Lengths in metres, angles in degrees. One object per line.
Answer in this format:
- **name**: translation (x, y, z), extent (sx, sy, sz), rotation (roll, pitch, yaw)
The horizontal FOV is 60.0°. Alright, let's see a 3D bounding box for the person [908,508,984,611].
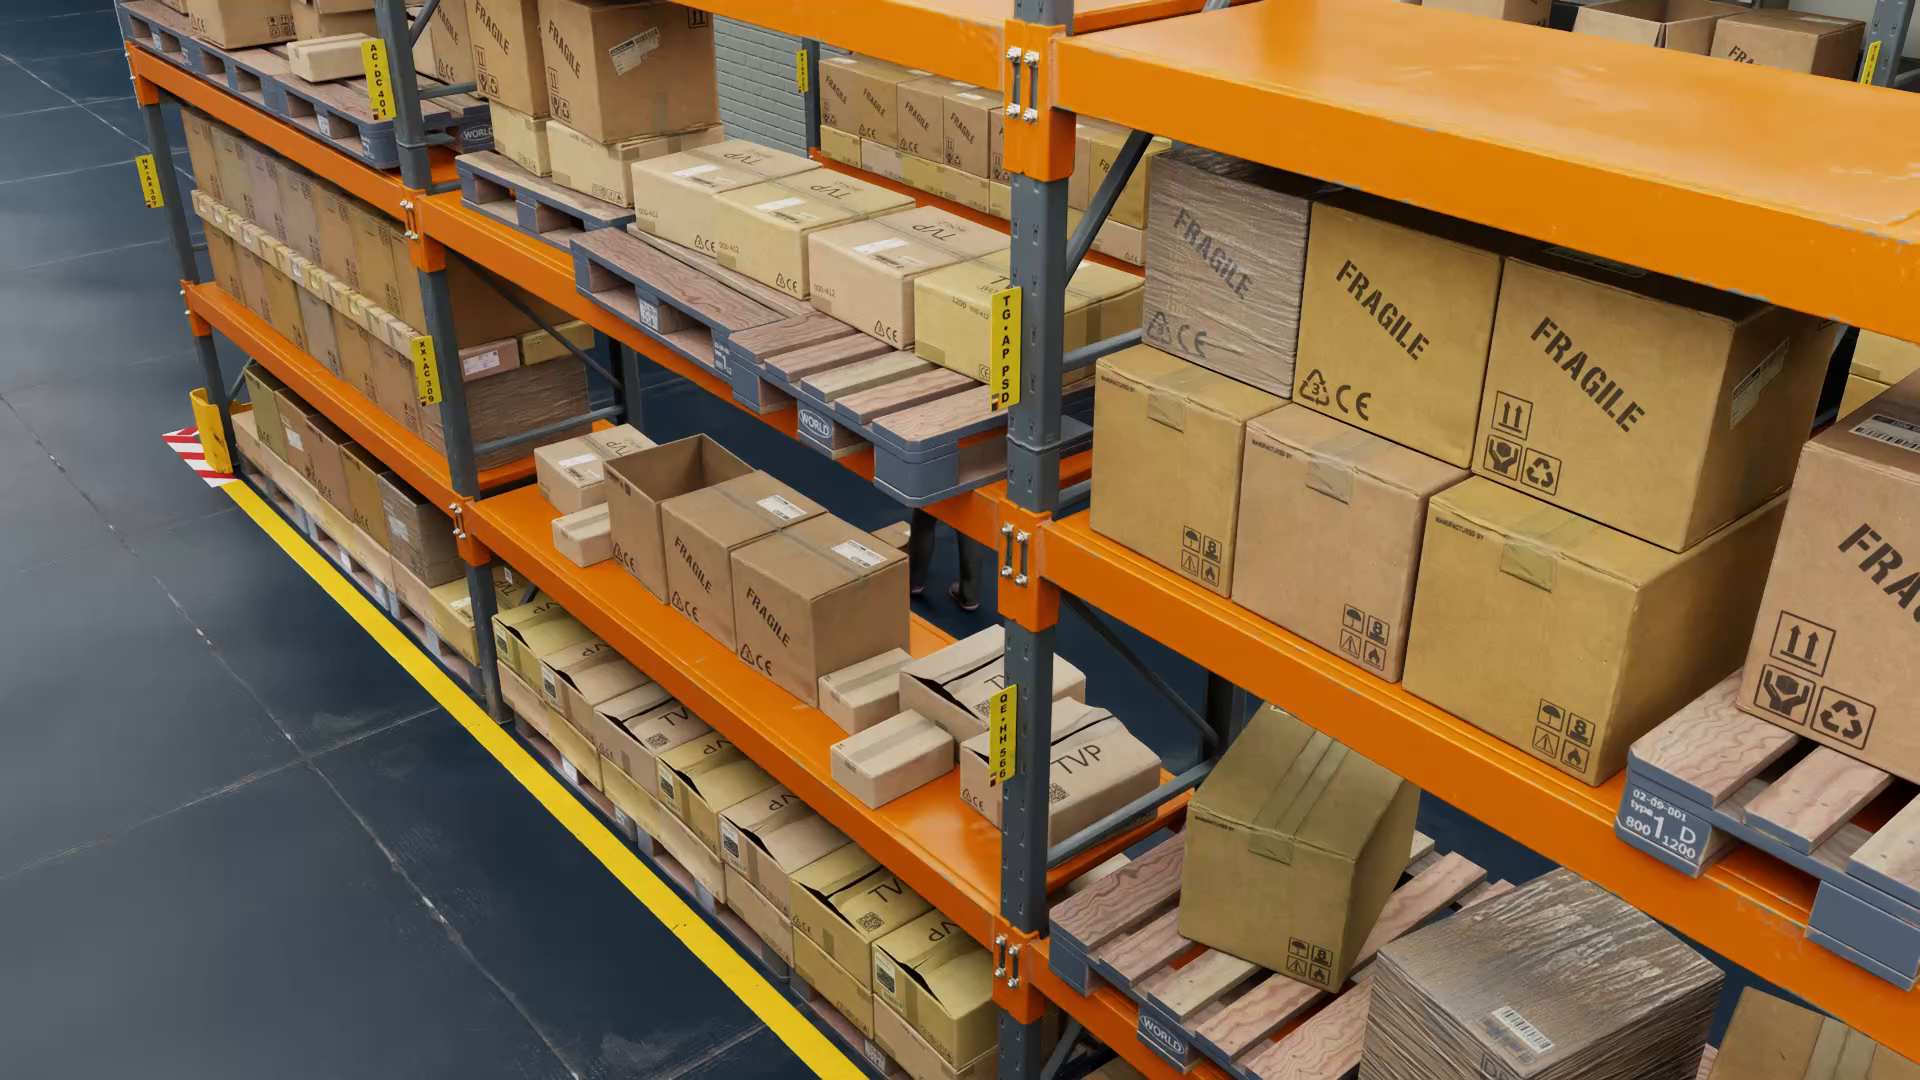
- **person**: translation (-0.103, -0.424, 9.394), extent (0.464, 1.654, 0.603), rotation (-16, 32, -27)
